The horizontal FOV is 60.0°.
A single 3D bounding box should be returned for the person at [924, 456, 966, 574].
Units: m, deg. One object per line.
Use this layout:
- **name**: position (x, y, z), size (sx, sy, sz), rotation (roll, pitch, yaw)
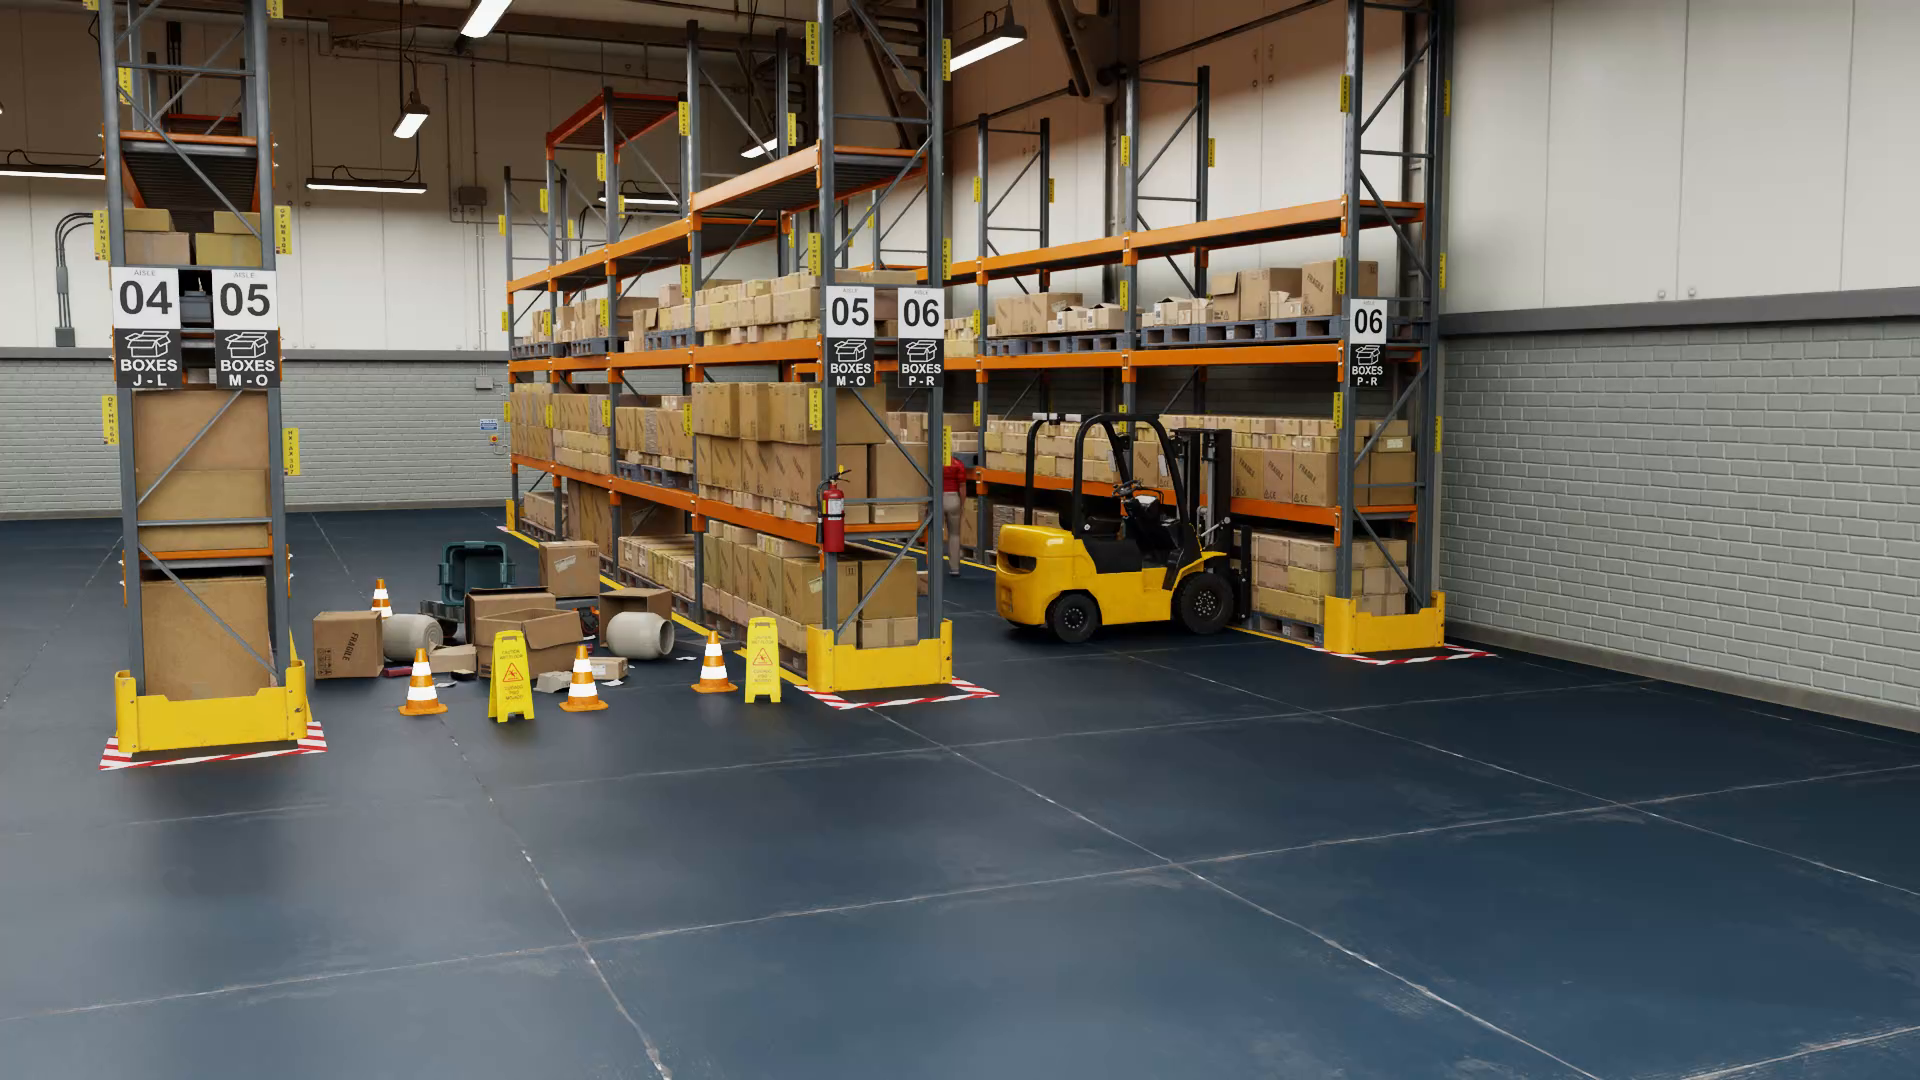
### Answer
- **person**: position (-0.193, -0.419, 21.072), size (0.532, 1.726, 0.380), rotation (-1, 5, -8)
